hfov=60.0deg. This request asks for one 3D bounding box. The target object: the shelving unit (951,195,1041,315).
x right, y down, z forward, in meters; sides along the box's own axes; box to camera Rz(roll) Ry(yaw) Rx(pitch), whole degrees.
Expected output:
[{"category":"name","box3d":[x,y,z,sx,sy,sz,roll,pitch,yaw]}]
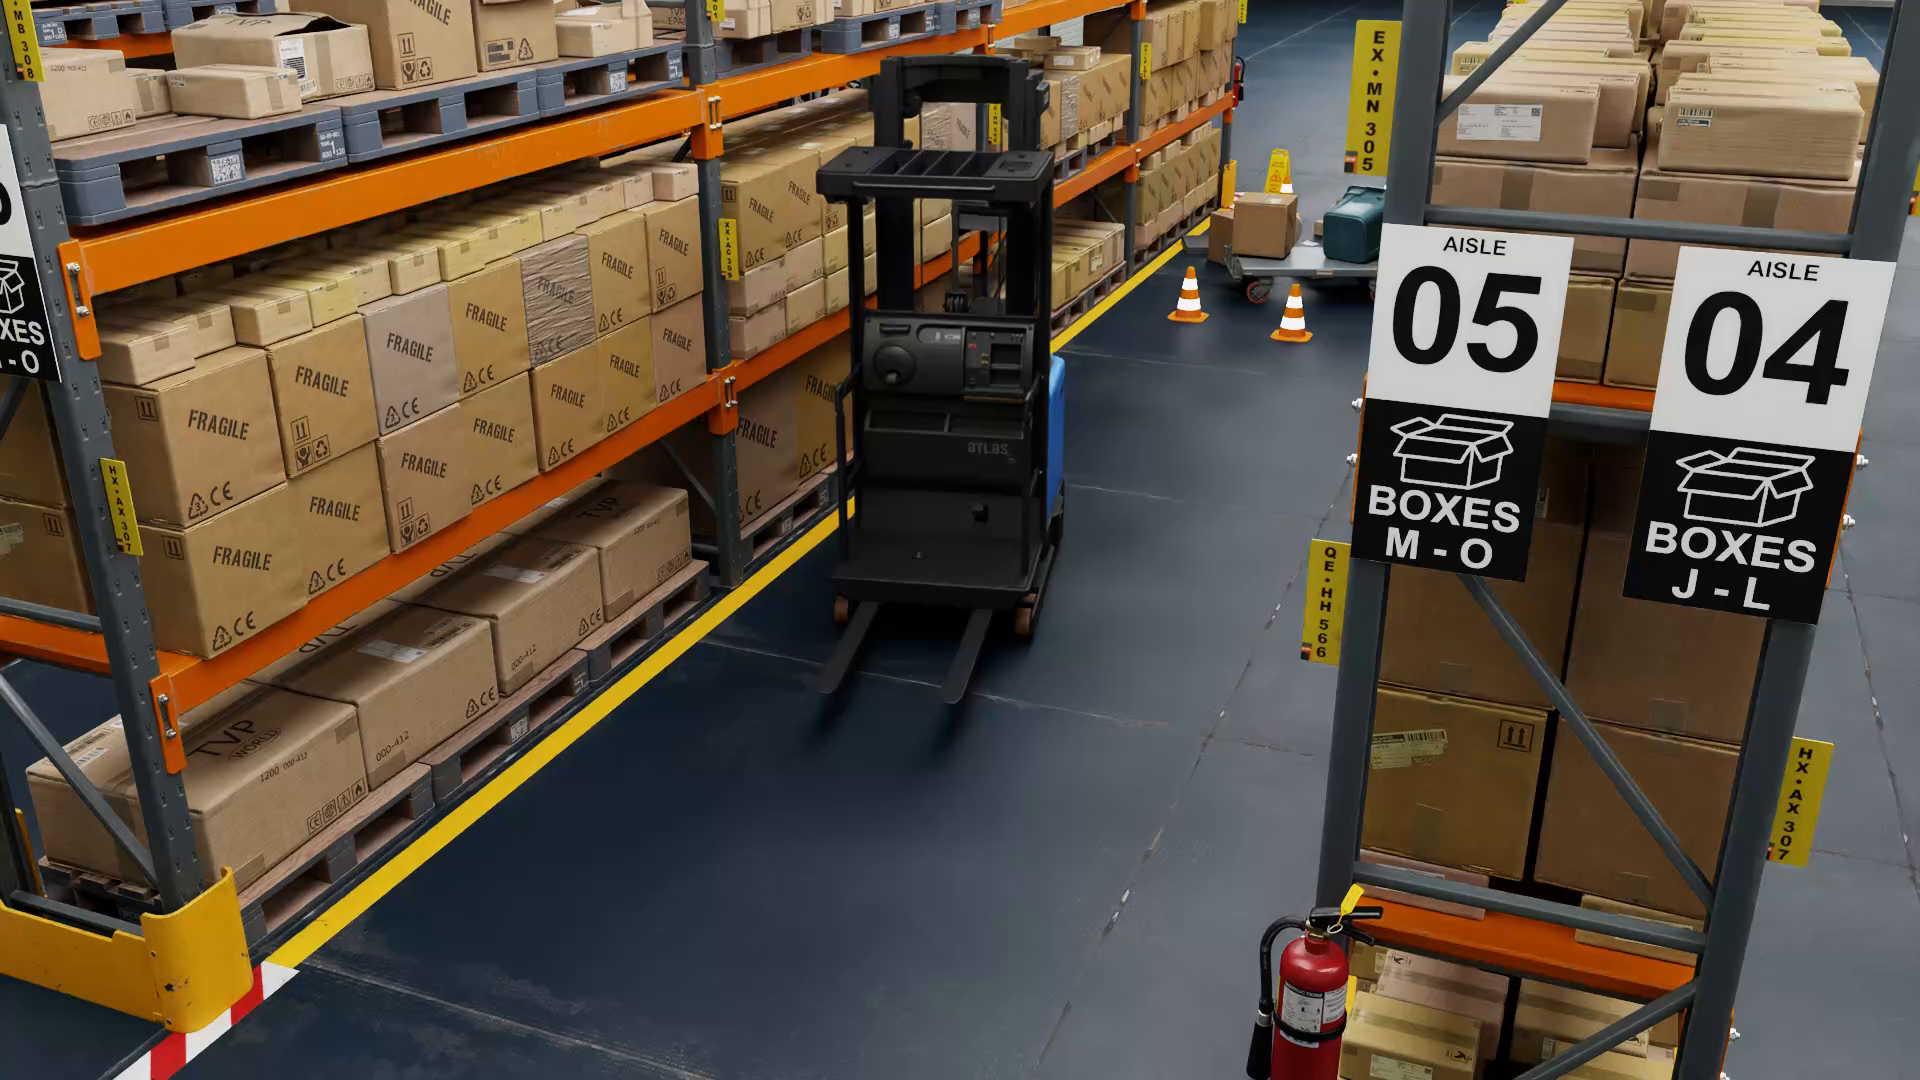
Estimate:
[{"category":"shelving unit","box3d":[0.232,-1.279,10.588,0.431,2.100,0.503,9,24,20]}]

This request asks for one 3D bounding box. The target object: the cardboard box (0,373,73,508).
[{"category":"cardboard box","box3d":[-3.270,-0.465,6.045,0.500,0.500,0.500,10,25,22]}]

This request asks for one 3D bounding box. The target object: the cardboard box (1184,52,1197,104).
[{"category":"cardboard box","box3d":[2.184,-4.891,17.551,0.500,0.500,0.500,9,24,21]}]

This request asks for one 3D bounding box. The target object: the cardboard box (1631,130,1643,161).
[{"category":"cardboard box","box3d":[1.529,-1.009,4.427,0.500,0.250,0.500,8,24,19]}]

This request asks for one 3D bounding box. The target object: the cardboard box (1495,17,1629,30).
[{"category":"cardboard box","box3d":[1.848,-1.517,5.126,0.380,0.149,0.250,8,24,19]}]

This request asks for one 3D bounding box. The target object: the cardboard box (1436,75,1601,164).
[{"category":"cardboard box","box3d":[1.256,-0.969,3.815,0.380,0.149,0.250,9,24,20]}]

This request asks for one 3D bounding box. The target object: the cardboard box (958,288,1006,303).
[{"category":"cardboard box","box3d":[-0.037,-1.796,13.522,0.950,0.372,0.625,7,24,16]}]

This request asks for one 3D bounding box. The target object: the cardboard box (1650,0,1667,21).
[{"category":"cardboard box","box3d":[3.134,-2.254,7.188,0.700,0.500,0.500,9,24,20]}]

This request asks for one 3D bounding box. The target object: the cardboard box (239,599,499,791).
[{"category":"cardboard box","box3d":[-2.744,0.658,7.562,0.875,0.438,0.875,9,24,21]}]

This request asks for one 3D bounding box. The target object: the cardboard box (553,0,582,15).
[{"category":"cardboard box","box3d":[-2.156,-2.672,8.059,0.500,0.500,0.500,9,24,21]}]

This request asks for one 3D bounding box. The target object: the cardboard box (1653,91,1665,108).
[{"category":"cardboard box","box3d":[2.201,-1.110,4.670,0.500,0.250,0.500,9,24,21]}]

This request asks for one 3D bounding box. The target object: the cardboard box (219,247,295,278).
[{"category":"cardboard box","box3d":[-2.896,-1.081,6.678,0.380,0.149,0.250,9,24,20]}]

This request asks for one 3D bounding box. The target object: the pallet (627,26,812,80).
[{"category":"pallet","box3d":[-1.447,-2.813,9.450,0.805,0.209,1.217,8,24,18]}]

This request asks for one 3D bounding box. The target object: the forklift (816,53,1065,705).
[{"category":"forklift","box3d":[-0.097,-0.972,8.775,1.130,2.935,3.031,4,23,9]}]

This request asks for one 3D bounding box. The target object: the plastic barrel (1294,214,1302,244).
[{"category":"plastic barrel","box3d":[3.354,-3.332,17.678,0.421,0.421,0.512,-12,25,-26]}]

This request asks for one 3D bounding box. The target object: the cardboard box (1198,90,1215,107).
[{"category":"cardboard box","box3d":[2.601,-4.905,18.426,0.380,0.149,0.250,9,24,21]}]

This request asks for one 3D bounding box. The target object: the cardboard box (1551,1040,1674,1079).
[{"category":"cardboard box","box3d":[1.915,1.630,4.838,0.380,0.149,0.250,8,24,18]}]

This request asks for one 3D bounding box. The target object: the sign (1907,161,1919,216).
[{"category":"sign","box3d":[1.909,-0.788,3.220,0.100,0.325,0.005,9,24,20]}]

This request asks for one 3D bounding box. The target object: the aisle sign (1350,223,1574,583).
[{"category":"aisle sign","box3d":[1.100,-0.295,3.691,0.394,0.787,0.004,9,24,20]}]

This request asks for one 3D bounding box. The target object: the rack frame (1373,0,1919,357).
[{"category":"rack frame","box3d":[1.405,-1.847,2.996,1.000,3.000,0.127,9,24,20]}]

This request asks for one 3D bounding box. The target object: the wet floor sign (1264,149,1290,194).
[{"category":"wet floor sign","box3d":[3.779,-4.305,19.719,0.267,0.644,0.232,19,29,38]}]

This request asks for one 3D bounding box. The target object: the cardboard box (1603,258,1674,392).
[{"category":"cardboard box","box3d":[1.810,-0.517,3.900,0.500,0.250,0.500,10,25,22]}]

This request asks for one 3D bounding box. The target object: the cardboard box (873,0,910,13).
[{"category":"cardboard box","box3d":[-0.642,-3.566,10.328,0.500,0.500,0.500,9,24,21]}]

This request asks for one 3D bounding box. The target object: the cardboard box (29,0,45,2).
[{"category":"cardboard box","box3d":[-5.872,-3.450,10.377,0.380,0.149,0.250,9,24,21]}]

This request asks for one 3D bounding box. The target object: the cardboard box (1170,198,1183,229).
[{"category":"cardboard box","box3d":[2.082,-3.526,17.821,0.500,0.250,0.500,8,24,19]}]

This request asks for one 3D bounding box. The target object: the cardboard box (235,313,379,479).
[{"category":"cardboard box","box3d":[-2.600,-0.575,6.309,0.500,0.500,0.500,8,24,19]}]

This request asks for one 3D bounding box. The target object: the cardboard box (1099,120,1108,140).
[{"category":"cardboard box","box3d":[1.118,-3.710,15.022,0.380,0.149,0.250,8,24,19]}]

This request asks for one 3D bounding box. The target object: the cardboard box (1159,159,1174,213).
[{"category":"cardboard box","box3d":[1.887,-3.682,17.223,0.500,0.500,0.500,10,25,22]}]

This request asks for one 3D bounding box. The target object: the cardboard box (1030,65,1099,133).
[{"category":"cardboard box","box3d":[0.891,-3.863,14.546,0.500,0.500,0.500,10,25,22]}]

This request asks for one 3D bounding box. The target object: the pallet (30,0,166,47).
[{"category":"pallet","box3d":[-6.045,-3.412,10.880,1.213,0.211,1.003,9,24,20]}]

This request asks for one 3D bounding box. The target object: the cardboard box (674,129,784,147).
[{"category":"cardboard box","box3d":[-1.418,-2.251,10.319,0.500,0.500,0.500,10,24,22]}]

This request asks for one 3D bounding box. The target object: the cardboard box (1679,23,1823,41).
[{"category":"cardboard box","box3d":[2.341,-1.443,4.950,0.380,0.149,0.250,10,25,22]}]

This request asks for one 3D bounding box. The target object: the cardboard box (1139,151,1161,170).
[{"category":"cardboard box","box3d":[1.801,-3.824,16.722,0.380,0.149,0.250,9,24,21]}]

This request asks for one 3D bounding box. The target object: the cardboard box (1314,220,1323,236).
[{"category":"cardboard box","box3d":[4.104,-3.403,18.205,0.250,0.149,0.380,-17,28,-35]}]

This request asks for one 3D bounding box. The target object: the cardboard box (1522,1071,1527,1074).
[{"category":"cardboard box","box3d":[1.838,1.755,4.924,0.380,0.149,0.250,10,25,22]}]

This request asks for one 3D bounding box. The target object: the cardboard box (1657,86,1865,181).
[{"category":"cardboard box","box3d":[1.737,-0.891,3.629,0.380,0.149,0.250,9,24,20]}]

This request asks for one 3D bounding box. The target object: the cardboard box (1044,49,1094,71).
[{"category":"cardboard box","box3d":[0.944,-4.174,14.450,0.380,0.149,0.250,8,24,18]}]

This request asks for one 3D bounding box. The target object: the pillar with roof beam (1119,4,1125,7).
[{"category":"pillar with roof beam","box3d":[7.693,-14.659,33.669,9.100,9.000,0.400,9,24,20]}]

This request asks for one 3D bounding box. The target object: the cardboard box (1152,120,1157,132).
[{"category":"cardboard box","box3d":[1.760,-4.193,16.723,0.380,0.149,0.250,9,24,20]}]

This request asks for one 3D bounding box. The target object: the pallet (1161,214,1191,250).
[{"category":"pallet","box3d":[1.898,-3.442,18.217,1.003,0.211,1.213,9,24,20]}]

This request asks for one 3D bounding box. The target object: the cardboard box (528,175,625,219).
[{"category":"cardboard box","box3d":[-1.862,-1.667,8.080,0.380,0.149,0.250,9,24,20]}]

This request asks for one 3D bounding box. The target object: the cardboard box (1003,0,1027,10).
[{"category":"cardboard box","box3d":[0.105,-4.382,12.827,0.700,0.500,0.500,9,24,20]}]

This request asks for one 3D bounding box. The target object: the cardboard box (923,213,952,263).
[{"category":"cardboard box","box3d":[-0.378,-2.141,11.680,0.500,0.250,0.500,9,24,21]}]

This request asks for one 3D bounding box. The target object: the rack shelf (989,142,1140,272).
[{"category":"rack shelf","box3d":[0.487,-2.998,14.468,1.077,0.370,4.000,9,24,20]}]

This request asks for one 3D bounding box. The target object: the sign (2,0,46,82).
[{"category":"sign","box3d":[-2.715,-1.493,4.805,0.100,0.325,0.005,9,24,20]}]

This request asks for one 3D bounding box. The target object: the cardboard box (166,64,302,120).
[{"category":"cardboard box","box3d":[-2.610,-1.616,5.986,0.380,0.149,0.250,10,25,22]}]

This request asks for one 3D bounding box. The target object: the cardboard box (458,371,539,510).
[{"category":"cardboard box","box3d":[-2.245,-0.474,7.363,0.500,0.500,0.500,10,25,22]}]

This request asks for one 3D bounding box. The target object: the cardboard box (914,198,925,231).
[{"category":"cardboard box","box3d":[-0.559,-2.195,11.160,0.500,0.250,0.500,8,24,19]}]

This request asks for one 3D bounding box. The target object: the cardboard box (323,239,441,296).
[{"category":"cardboard box","box3d":[-2.344,-1.107,6.741,0.380,0.149,0.250,9,24,21]}]

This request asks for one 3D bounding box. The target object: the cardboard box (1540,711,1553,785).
[{"category":"cardboard box","box3d":[1.529,0.357,4.988,0.500,0.500,0.500,8,24,19]}]

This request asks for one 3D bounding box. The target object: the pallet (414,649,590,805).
[{"category":"pallet","box3d":[-2.549,0.803,8.053,1.003,0.211,1.213,9,24,20]}]

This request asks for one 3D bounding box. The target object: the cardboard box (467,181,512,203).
[{"category":"cardboard box","box3d":[-2.386,-1.642,8.020,0.380,0.149,0.250,9,24,20]}]

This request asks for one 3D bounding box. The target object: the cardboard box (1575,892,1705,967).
[{"category":"cardboard box","box3d":[1.830,0.968,4.366,0.380,0.149,0.250,9,24,20]}]

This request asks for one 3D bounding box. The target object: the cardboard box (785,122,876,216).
[{"category":"cardboard box","box3d":[-0.774,-2.357,10.575,0.500,0.500,0.500,8,24,19]}]

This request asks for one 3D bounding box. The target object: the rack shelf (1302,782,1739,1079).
[{"category":"rack shelf","box3d":[2.148,0.538,6.004,1.077,0.370,4.000,9,24,20]}]

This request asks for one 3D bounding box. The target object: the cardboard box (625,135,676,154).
[{"category":"cardboard box","box3d":[-3.377,-4.345,18.485,0.500,0.250,0.500,9,24,21]}]

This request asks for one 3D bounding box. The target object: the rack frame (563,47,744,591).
[{"category":"rack frame","box3d":[-1.742,-1.182,9.189,1.000,3.000,0.127,9,24,20]}]

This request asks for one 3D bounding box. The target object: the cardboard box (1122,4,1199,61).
[{"category":"cardboard box","box3d":[2.016,-5.172,16.927,0.700,0.500,0.500,8,24,19]}]
